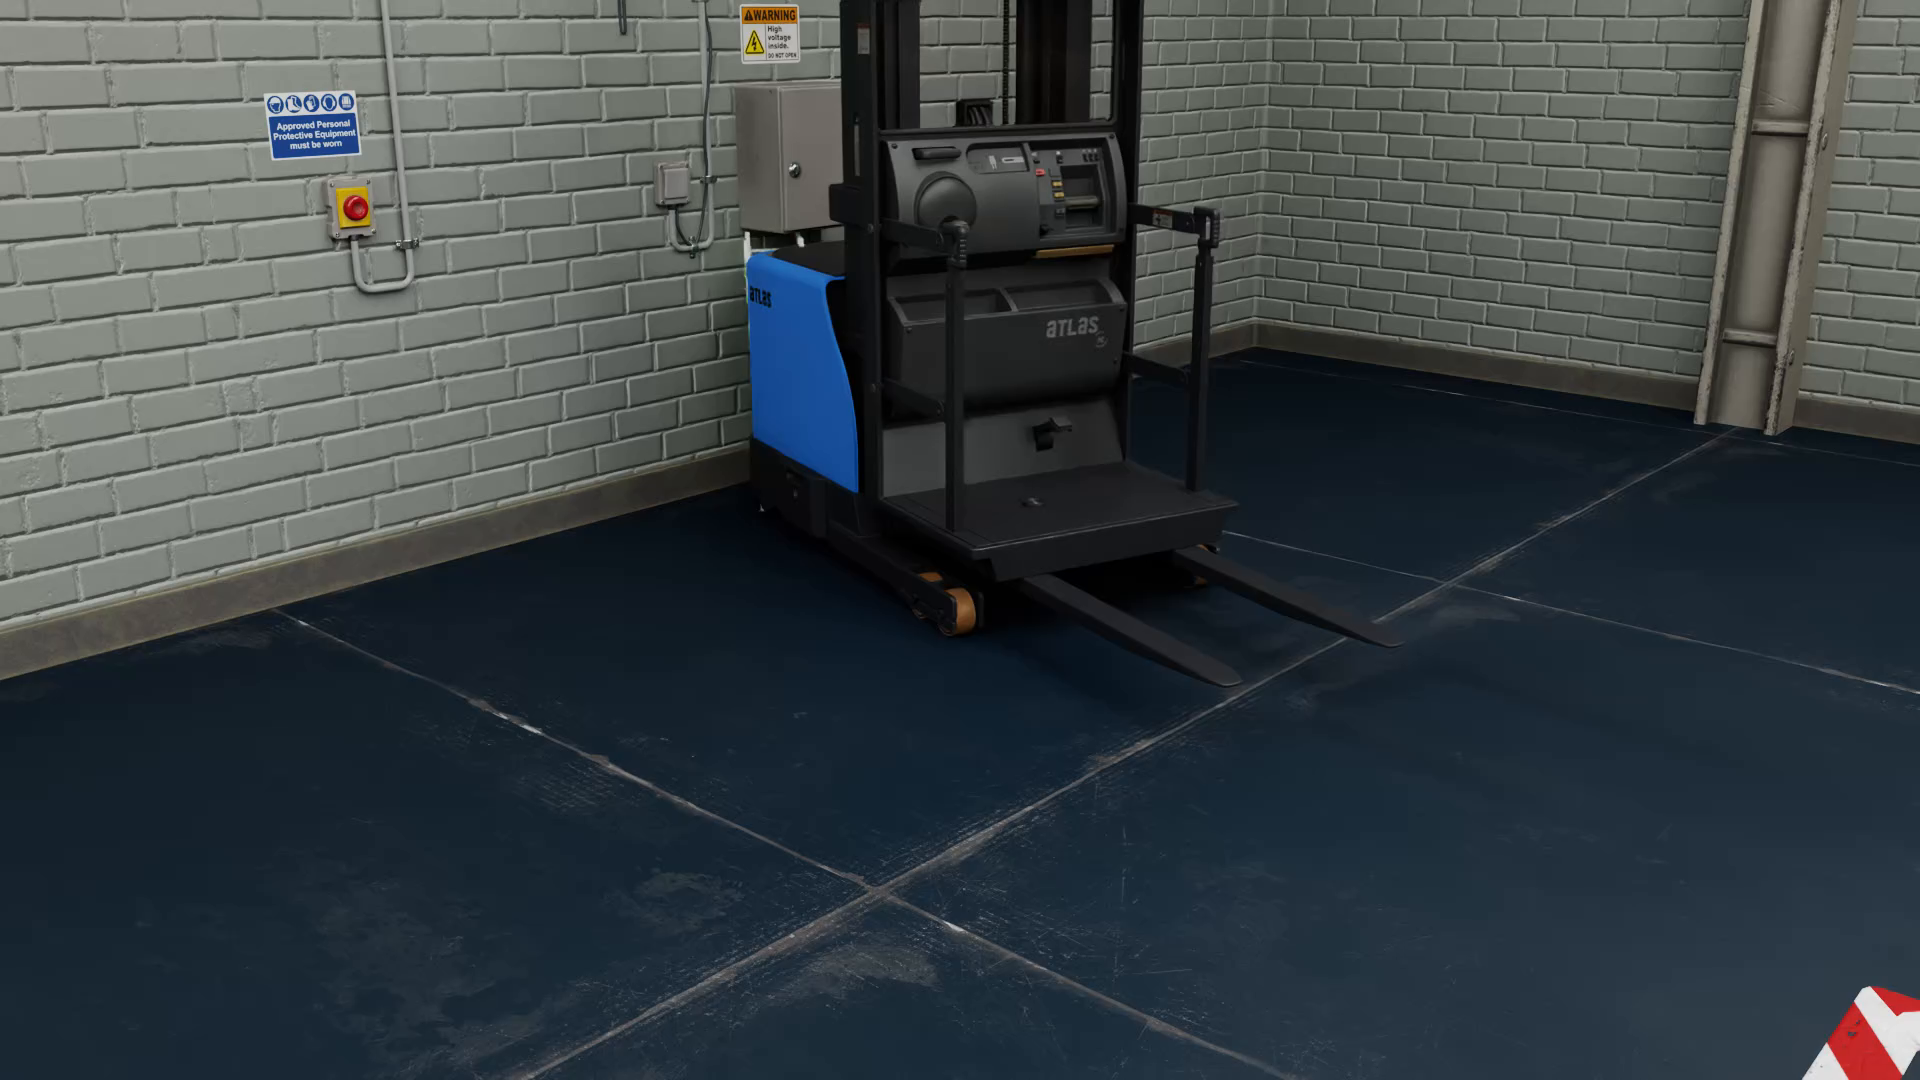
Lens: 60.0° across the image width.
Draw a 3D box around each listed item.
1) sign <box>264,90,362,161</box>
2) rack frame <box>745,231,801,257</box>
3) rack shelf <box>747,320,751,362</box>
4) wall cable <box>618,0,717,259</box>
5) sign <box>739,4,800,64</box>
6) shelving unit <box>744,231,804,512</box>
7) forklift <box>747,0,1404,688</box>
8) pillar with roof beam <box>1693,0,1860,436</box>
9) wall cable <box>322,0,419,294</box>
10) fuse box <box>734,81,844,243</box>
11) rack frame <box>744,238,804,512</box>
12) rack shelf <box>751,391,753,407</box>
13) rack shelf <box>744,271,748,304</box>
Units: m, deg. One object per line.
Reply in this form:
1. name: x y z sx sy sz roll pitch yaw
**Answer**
1. sign: -2.193 -1.409 5.645 0.001 0.218 0.327 15 23 39
2. rack frame: -0.791 -0.759 7.341 0.240 1.200 0.015 -3 15 -6
3. rack shelf: -0.768 -0.868 7.061 0.258 0.148 0.480 -3 15 -6
4. wall cable: -1.183 -2.086 6.547 0.122 1.984 0.588 15 23 39
5. sign: -0.804 -2.147 7.054 0.001 0.242 0.339 15 23 39
6. shelving unit: -0.763 -0.697 7.106 0.258 1.200 0.503 -3 15 -6
7. forklift: 0.281 -1.229 5.638 1.130 2.935 3.031 -10 20 -28
8. pillar with roof beam: 1.133 -3.906 4.044 0.400 9.000 9.100 15 23 39
9. wall cable: -2.116 -1.778 5.524 0.123 1.953 0.585 15 23 39
10. fuse box: -0.612 -1.111 7.282 0.414 1.711 0.539 15 23 39
11. rack frame: -0.735 -0.636 6.872 0.240 1.200 0.015 -3 15 -6
12. rack shelf: -0.761 -0.636 7.123 0.258 0.148 0.480 -3 15 -6
13. rack shelf: -0.776 -1.099 7.000 0.258 0.148 0.480 -3 15 -6
